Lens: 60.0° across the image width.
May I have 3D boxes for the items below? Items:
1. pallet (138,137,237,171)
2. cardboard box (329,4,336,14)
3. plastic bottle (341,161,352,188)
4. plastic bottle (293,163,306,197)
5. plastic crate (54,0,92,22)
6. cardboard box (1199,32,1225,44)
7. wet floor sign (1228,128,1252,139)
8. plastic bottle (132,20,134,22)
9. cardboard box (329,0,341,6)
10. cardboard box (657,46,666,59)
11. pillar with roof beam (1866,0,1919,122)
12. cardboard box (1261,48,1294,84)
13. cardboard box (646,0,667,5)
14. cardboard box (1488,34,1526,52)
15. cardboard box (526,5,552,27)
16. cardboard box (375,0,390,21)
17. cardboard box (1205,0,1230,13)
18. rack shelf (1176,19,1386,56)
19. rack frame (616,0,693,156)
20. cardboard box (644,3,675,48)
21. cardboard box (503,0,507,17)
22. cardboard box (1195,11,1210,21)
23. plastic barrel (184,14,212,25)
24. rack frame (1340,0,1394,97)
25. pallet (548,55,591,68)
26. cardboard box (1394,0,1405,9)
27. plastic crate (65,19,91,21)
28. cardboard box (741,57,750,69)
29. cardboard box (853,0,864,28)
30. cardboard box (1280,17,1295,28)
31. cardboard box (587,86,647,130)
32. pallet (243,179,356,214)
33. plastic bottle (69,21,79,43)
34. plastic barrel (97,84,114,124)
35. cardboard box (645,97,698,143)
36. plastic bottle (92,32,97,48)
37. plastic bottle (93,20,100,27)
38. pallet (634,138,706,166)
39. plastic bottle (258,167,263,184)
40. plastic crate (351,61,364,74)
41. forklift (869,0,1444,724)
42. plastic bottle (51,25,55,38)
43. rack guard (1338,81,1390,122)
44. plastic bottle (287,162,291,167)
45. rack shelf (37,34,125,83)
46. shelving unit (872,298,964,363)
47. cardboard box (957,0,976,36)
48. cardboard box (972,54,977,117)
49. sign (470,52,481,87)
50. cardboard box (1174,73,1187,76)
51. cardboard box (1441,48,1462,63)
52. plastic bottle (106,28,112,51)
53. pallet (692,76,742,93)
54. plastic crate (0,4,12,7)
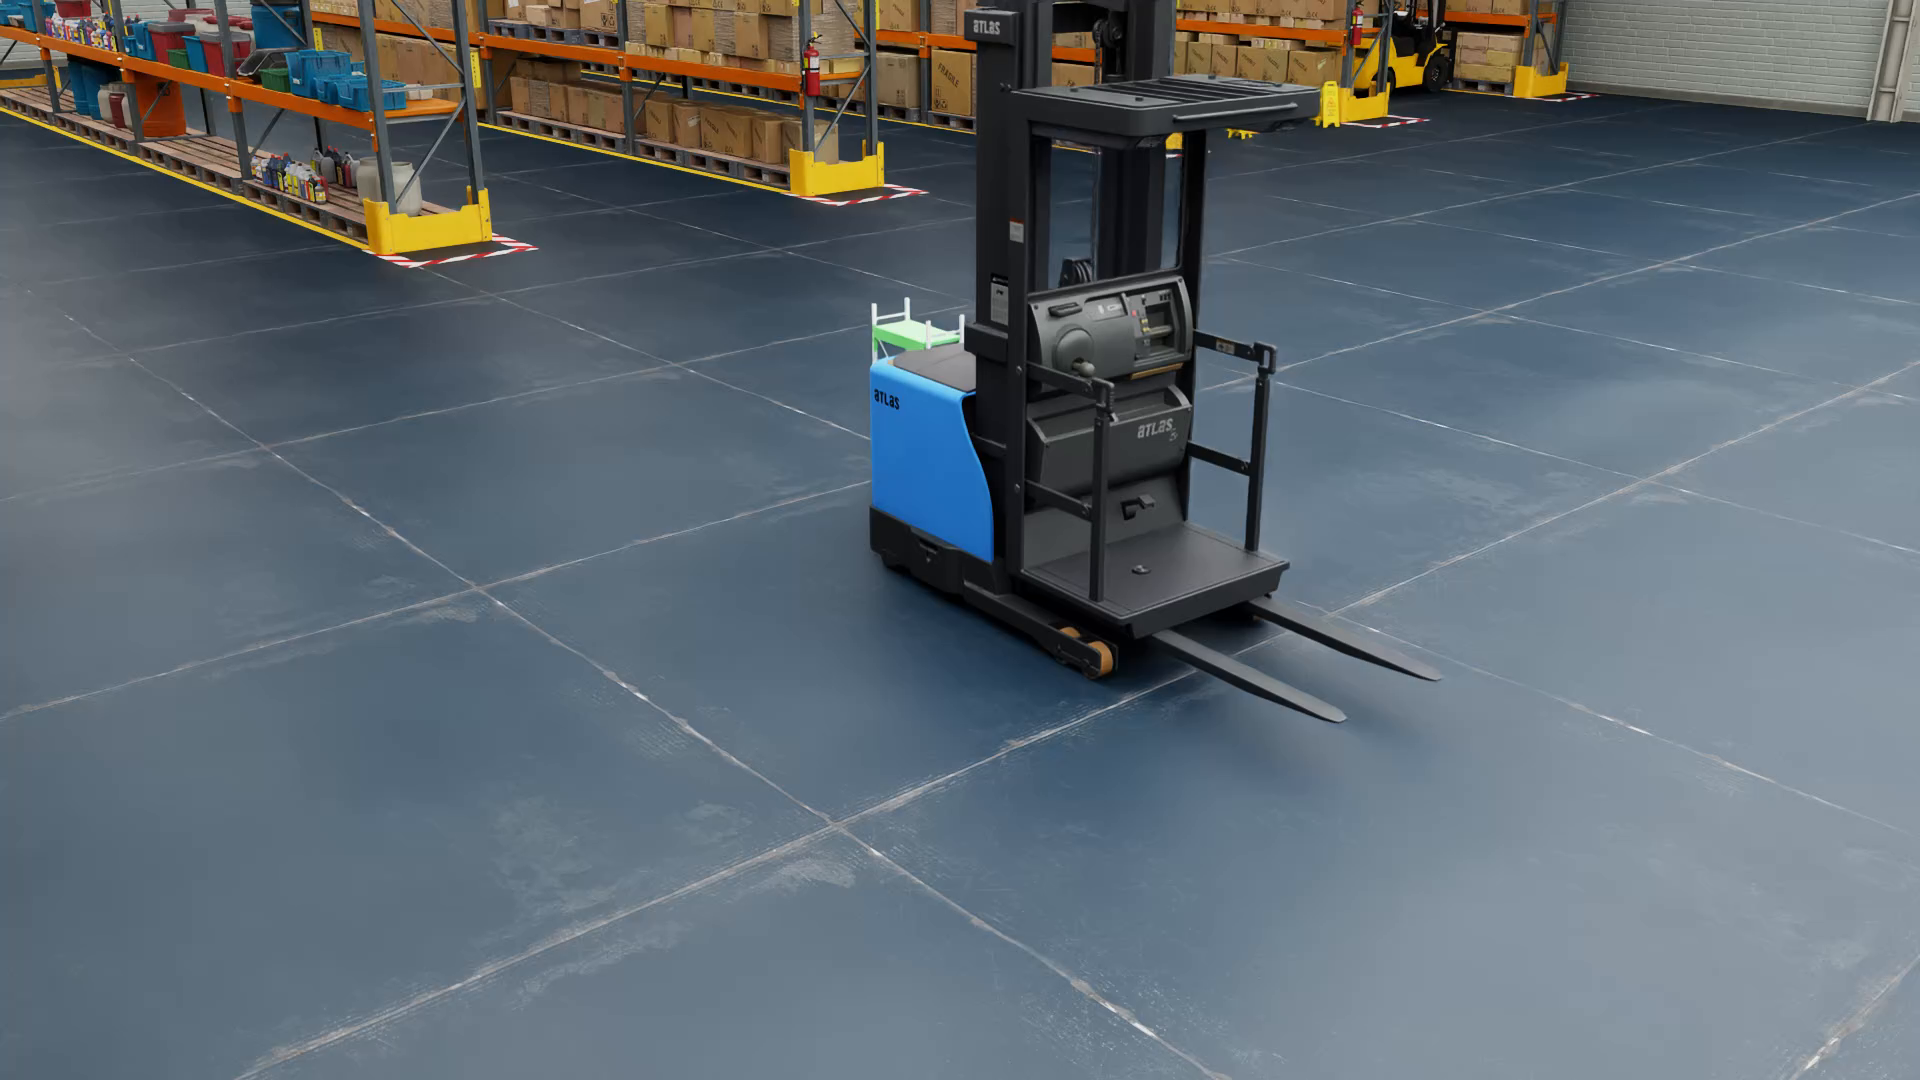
[{"bbox_3d":[-9.876,-4.990,21.435,1.003,0.211,1.213,-17,27,-37],"label":"pallet"},{"bbox_3d":[-10.497,-9.040,28.296,0.380,0.149,0.250,-18,28,-38],"label":"cardboard box"},{"bbox_3d":[-6.744,-4.024,18.266,0.061,0.283,0.133,-17,27,-37],"label":"plastic bottle"},{"bbox_3d":[-7.007,-3.835,17.692,0.144,0.351,0.185,-16,27,-35],"label":"plastic bottle"},{"bbox_3d":[-13.356,-7.981,25.078,0.402,0.464,0.583,-17,27,-37],"label":"plastic crate"},{"bbox_3d":[4.072,-8.094,26.812,0.380,0.149,0.250,-16,27,-35],"label":"cardboard box"},{"bbox_3d":[3.964,-6.000,23.419,0.232,0.644,0.267,17,27,36],"label":"wet floor sign"},{"bbox_3d":[-11.517,-7.107,23.192,0.097,0.271,0.097,0,21,0],"label":"plastic bottle"},{"bbox_3d":[-10.371,-9.207,28.177,0.500,0.250,0.500,-17,27,-36],"label":"cardboard box"},{"bbox_3d":[-3.569,-6.136,20.882,0.380,0.149,0.250,-17,27,-37],"label":"cardboard box"},{"bbox_3d":[10.771,-9.540,21.002,9.100,9.000,0.400,-17,27,-37],"label":"pillar with roof beam"},{"bbox_3d":[5.066,-7.407,25.948,0.500,0.500,0.500,-16,27,-36],"label":"cardboard box"},{"bbox_3d":[-3.560,-6.914,20.607,0.500,0.500,0.500,-17,27,-37],"label":"cardboard box"},{"bbox_3d":[9.351,-8.456,28.284,0.500,0.250,0.500,-16,27,-36],"label":"cardboard box"},{"bbox_3d":[-5.680,-7.299,23.136,0.500,0.250,0.500,-18,28,-39],"label":"cardboard box"},{"bbox_3d":[-9.100,-8.656,26.834,0.500,0.500,0.500,-17,27,-37],"label":"cardboard box"},{"bbox_3d":[4.258,-8.667,26.454,0.500,0.500,0.500,-18,28,-38],"label":"cardboard box"},{"bbox_3d":[4.824,-8.057,26.429,1.077,0.370,4.000,-17,27,-37],"label":"rack shelf"},{"bbox_3d":[-3.989,-6.586,21.685,1.000,3.000,0.127,-17,27,-37],"label":"rack frame"},{"bbox_3d":[-3.442,-6.485,20.884,0.875,0.500,0.500,-17,27,-37],"label":"cardboard box"},{"bbox_3d":[-6.711,-7.936,24.997,0.500,0.500,0.500,-16,27,-36],"label":"cardboard box"},{"bbox_3d":[4.017,-8.464,26.826,0.380,0.149,0.250,-16,27,-36],"label":"cardboard box"},{"bbox_3d":[-9.519,-6.330,20.880,0.421,0.512,0.421,0,21,0],"label":"plastic barrel"},{"bbox_3d":[6.130,-7.840,24.887,1.000,3.000,0.127,-17,27,-37],"label":"rack frame"},{"bbox_3d":[-7.445,-9.502,32.954,1.003,0.211,1.213,-17,27,-37],"label":"pallet"},{"bbox_3d":[8.052,-9.710,29.524,0.500,0.500,0.500,-18,28,-38],"label":"cardboard box"},{"bbox_3d":[-13.159,-7.685,24.770,0.396,0.136,0.243,-17,27,-37],"label":"plastic crate"},{"bbox_3d":[-2.369,-5.671,19.694,0.380,0.149,0.250,-17,27,-37],"label":"cardboard box"},{"bbox_3d":[-1.368,-8.145,25.529,0.500,0.500,0.500,-17,27,-37],"label":"cardboard box"},{"bbox_3d":[5.132,-7.959,25.535,0.380,0.149,0.250,-17,27,-37],"label":"cardboard box"},{"bbox_3d":[-4.670,-5.938,22.855,0.700,0.500,0.500,-18,27,-38],"label":"cardboard box"},{"bbox_3d":[-7.334,-3.913,18.684,1.003,0.211,1.213,-17,27,-37],"label":"pallet"},{"bbox_3d":[-12.194,-7.021,22.966,0.152,0.276,0.135,-17,27,-37],"label":"plastic bottle"},{"bbox_3d":[-11.858,-6.127,23.349,0.421,0.512,0.421,0,21,0],"label":"plastic barrel"},{"bbox_3d":[-3.758,-5.497,21.758,0.500,0.500,0.500,-18,28,-39],"label":"cardboard box"},{"bbox_3d":[-11.533,-6.691,22.226,0.097,0.201,0.097,0,21,0],"label":"plastic bottle"},{"bbox_3d":[-12.543,-7.458,24.184,0.097,0.201,0.097,0,21,0],"label":"plastic bottle"},{"bbox_3d":[-3.524,-5.110,21.742,1.003,0.211,1.213,-17,27,-37],"label":"pallet"},{"bbox_3d":[-7.732,-4.060,18.470,0.097,0.201,0.097,0,21,0],"label":"plastic bottle"},{"bbox_3d":[-6.813,-5.096,18.086,0.499,0.251,0.616,-17,27,-37],"label":"plastic crate"},{"bbox_3d":[0.827,-0.950,7.391,1.130,2.935,3.031,-16,26,-35],"label":"forklift"},{"bbox_3d":[-12.871,-7.257,23.672,0.097,0.201,0.097,0,21,0],"label":"plastic bottle"},{"bbox_3d":[6.080,-6.697,25.396,1.175,0.500,0.348,-17,27,-37],"label":"rack guard"},{"bbox_3d":[-7.342,-4.008,18.242,0.097,0.271,0.097,0,21,0],"label":"plastic bottle"},{"bbox_3d":[-11.658,-6.729,23.038,1.077,0.370,4.000,-17,27,-37],"label":"rack shelf"},{"bbox_3d":[-0.226,-0.665,9.036,0.258,1.200,0.503,-16,26,-35],"label":"shelving unit"},{"bbox_3d":[0.461,-7.563,23.974,0.875,0.550,0.550,-17,27,-37],"label":"cardboard box"},{"bbox_3d":[0.783,-6.506,23.820,0.875,0.875,0.875,-17,27,-37],"label":"cardboard box"},{"bbox_3d":[-4.711,-4.560,16.134,0.100,0.325,0.005,-17,27,-37],"label":"sign"},{"bbox_3d":[3.699,-7.633,27.553,0.500,0.250,0.500,-19,28,-40],"label":"cardboard box"},{"bbox_3d":[8.661,-8.509,29.105,0.500,0.250,0.500,-18,28,-39],"label":"cardboard box"},{"bbox_3d":[-11.090,-6.531,21.707,0.061,0.283,0.133,-17,27,-37],"label":"plastic bottle"},{"bbox_3d":[-4.078,-8.098,29.371,1.003,0.211,1.213,-17,27,-37],"label":"pallet"},{"bbox_3d":[-15.233,-8.344,26.321,0.416,0.233,0.300,-17,27,-37],"label":"plastic crate"}]
